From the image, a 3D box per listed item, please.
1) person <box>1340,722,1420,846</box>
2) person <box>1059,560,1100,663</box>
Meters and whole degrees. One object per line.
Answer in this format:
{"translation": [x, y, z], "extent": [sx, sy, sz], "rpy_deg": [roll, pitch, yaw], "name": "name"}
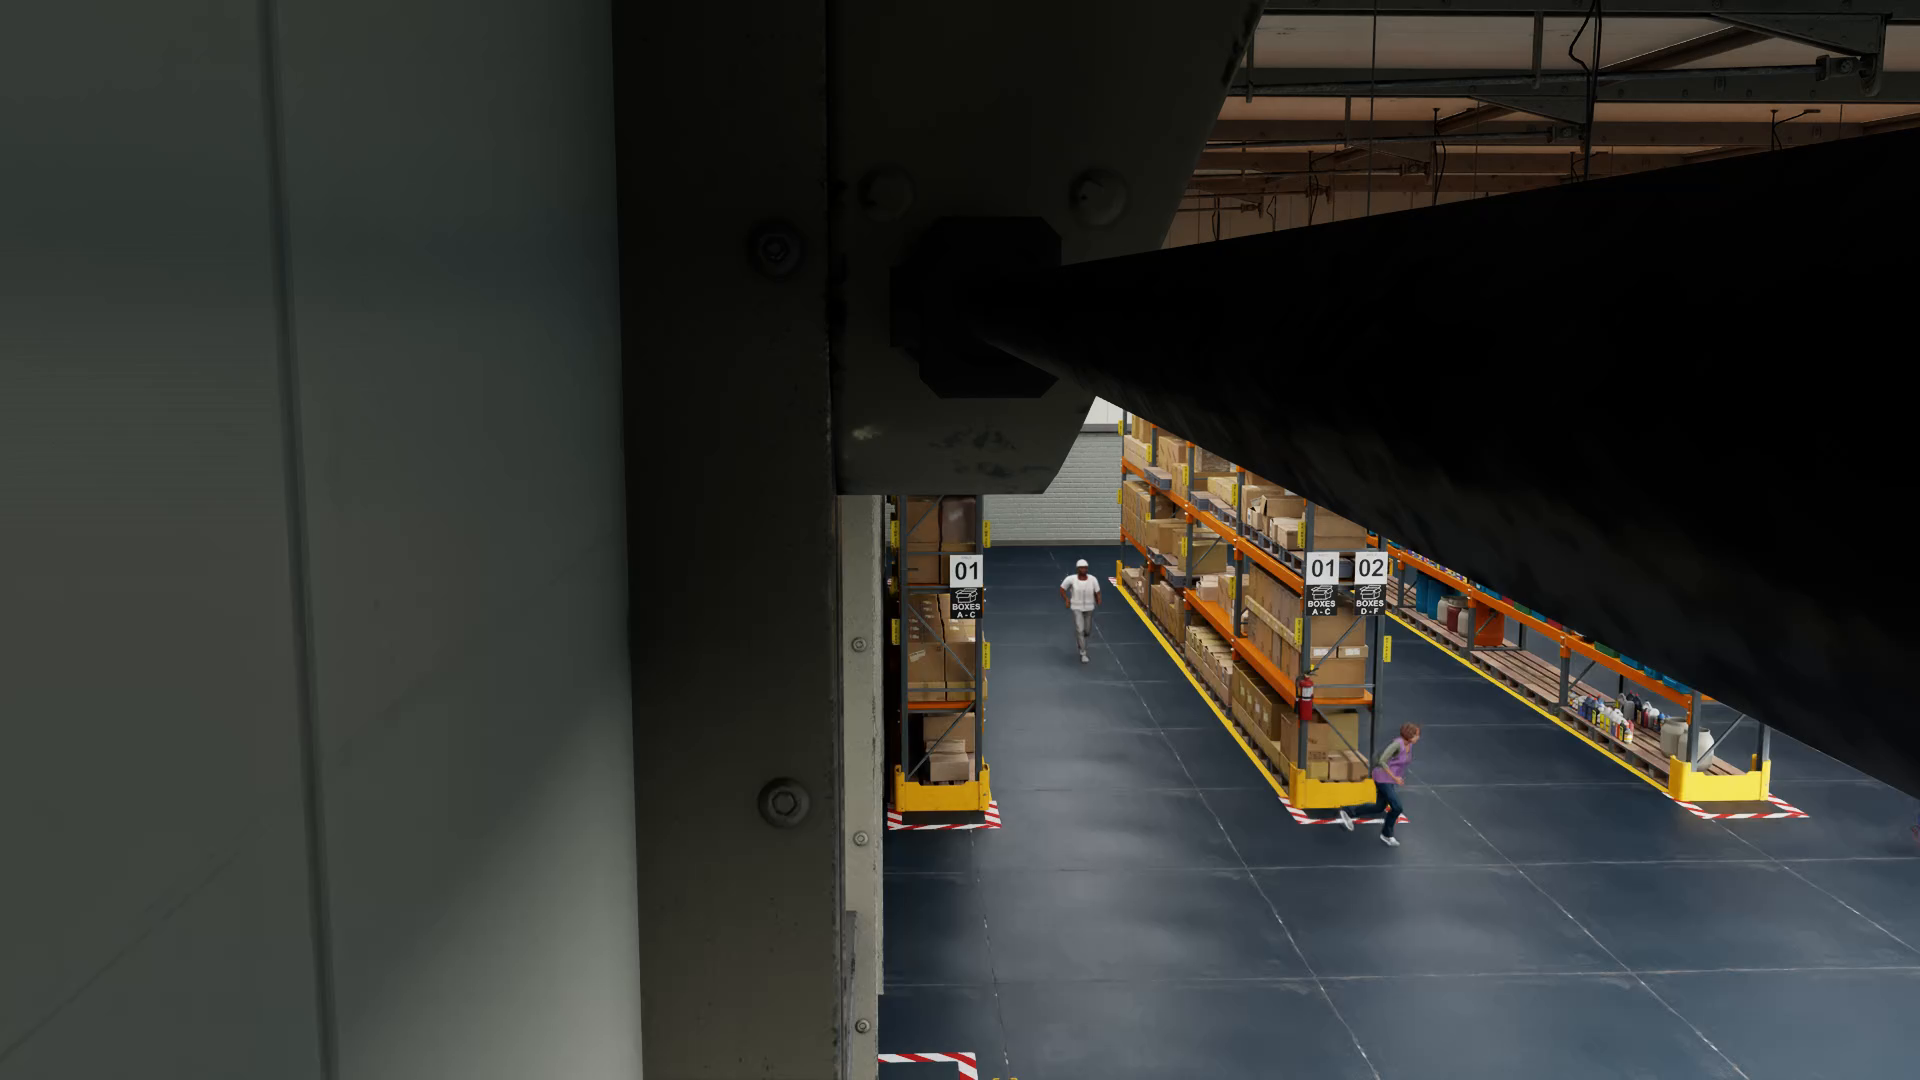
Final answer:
{"translation": [4.864, 2.798, 19.268], "extent": [0.890, 1.501, 0.542], "rpy_deg": [6, 10, 36], "name": "person"}
{"translation": [2.113, 1.209, 28.999], "extent": [0.700, 1.762, 0.881], "rpy_deg": [-2, 9, -11], "name": "person"}
